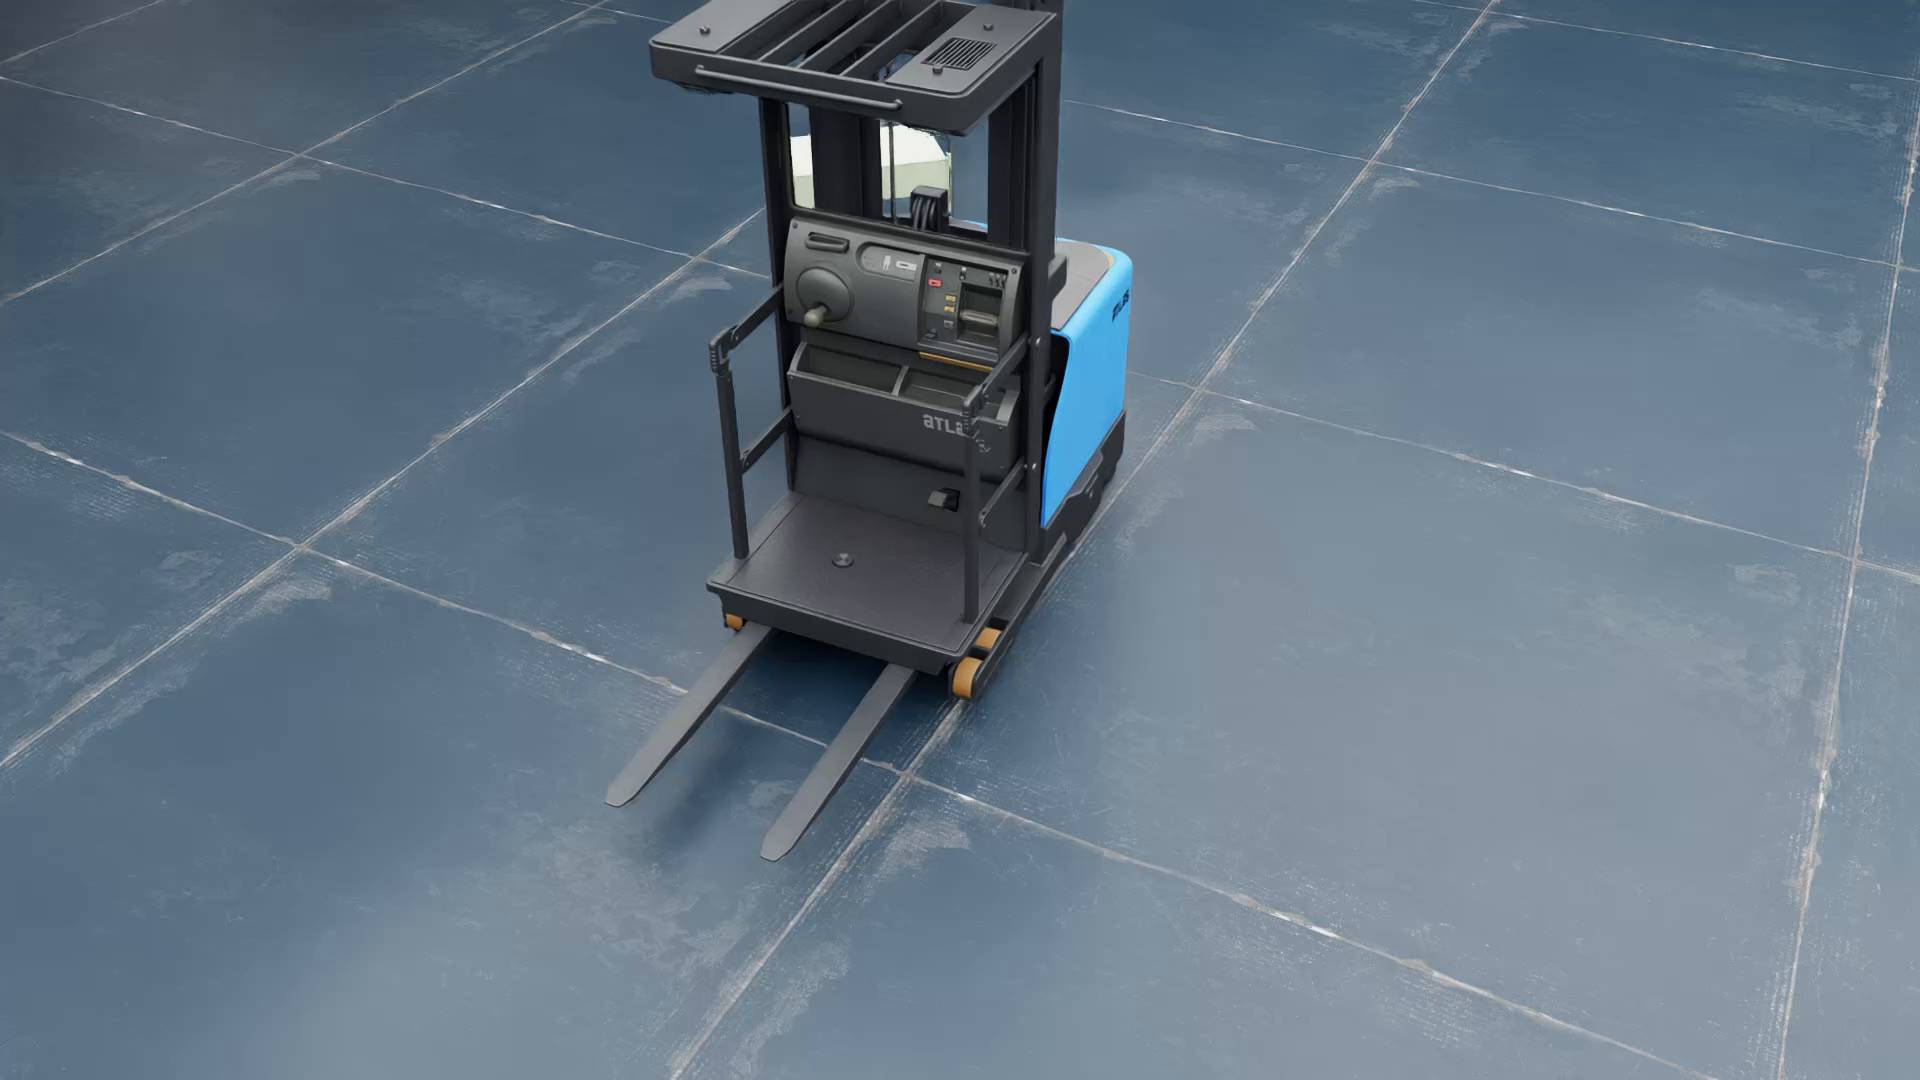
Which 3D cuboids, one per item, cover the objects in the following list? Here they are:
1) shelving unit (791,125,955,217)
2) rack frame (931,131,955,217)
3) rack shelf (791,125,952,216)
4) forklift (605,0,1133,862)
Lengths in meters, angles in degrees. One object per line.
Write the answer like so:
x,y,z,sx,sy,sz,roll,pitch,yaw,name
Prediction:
-0.438,-1.304,7.727,0.755,1.500,0.431,-9,38,-12,shelving unit
-0.085,-1.362,7.803,0.023,1.500,0.400,-9,38,-12,rack frame
-0.438,-1.615,7.491,0.720,0.370,0.431,-9,38,-12,rack shelf
-0.304,-0.848,5.943,1.130,2.935,3.031,15,40,19,forklift
